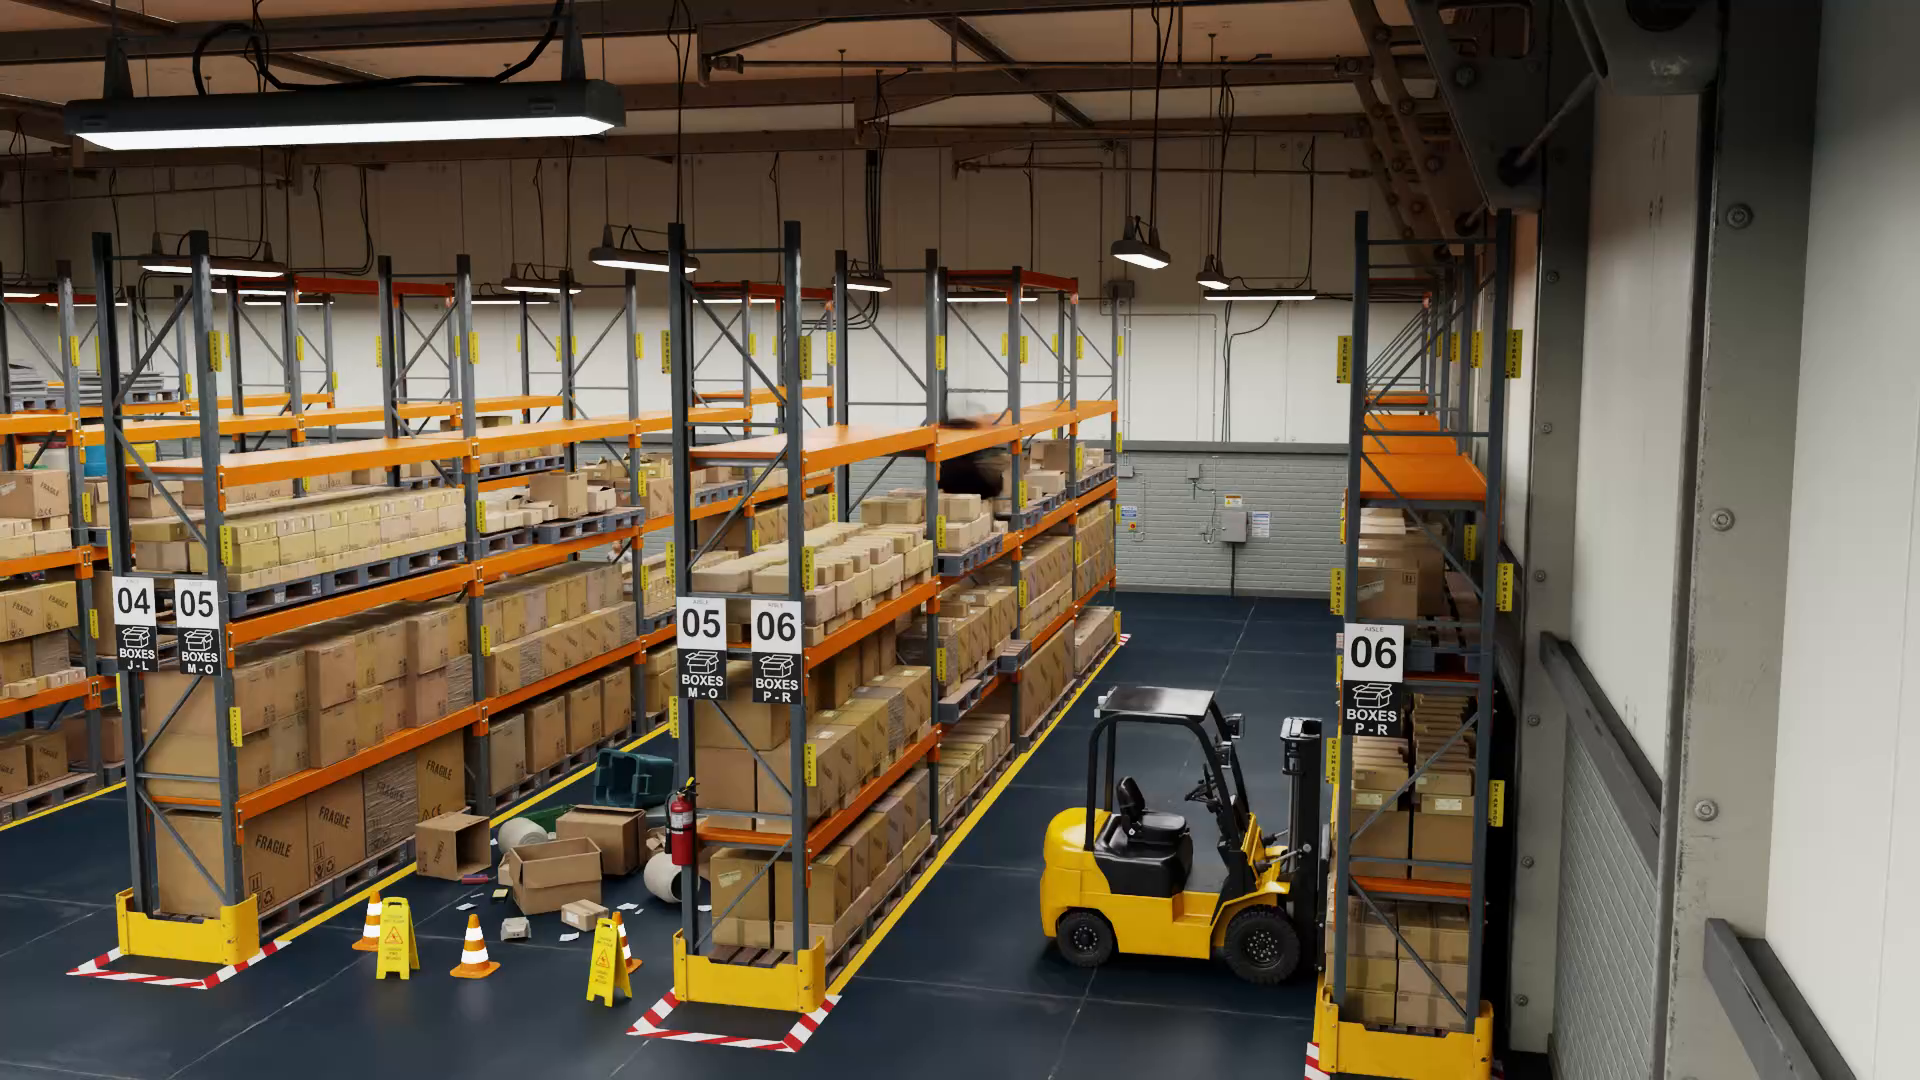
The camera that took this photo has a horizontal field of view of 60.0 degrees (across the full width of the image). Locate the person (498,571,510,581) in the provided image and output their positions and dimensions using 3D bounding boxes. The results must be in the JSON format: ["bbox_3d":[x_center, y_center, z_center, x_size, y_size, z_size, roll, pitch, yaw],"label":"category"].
[{"bbox_3d":[-6.890,1.309,25.208,0.609,1.690,0.629,1,7,8],"label":"person"}]

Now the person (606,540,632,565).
[{"bbox_3d":[-5.990,0.774,29.344,0.605,1.694,0.815,0,7,4],"label":"person"}]
